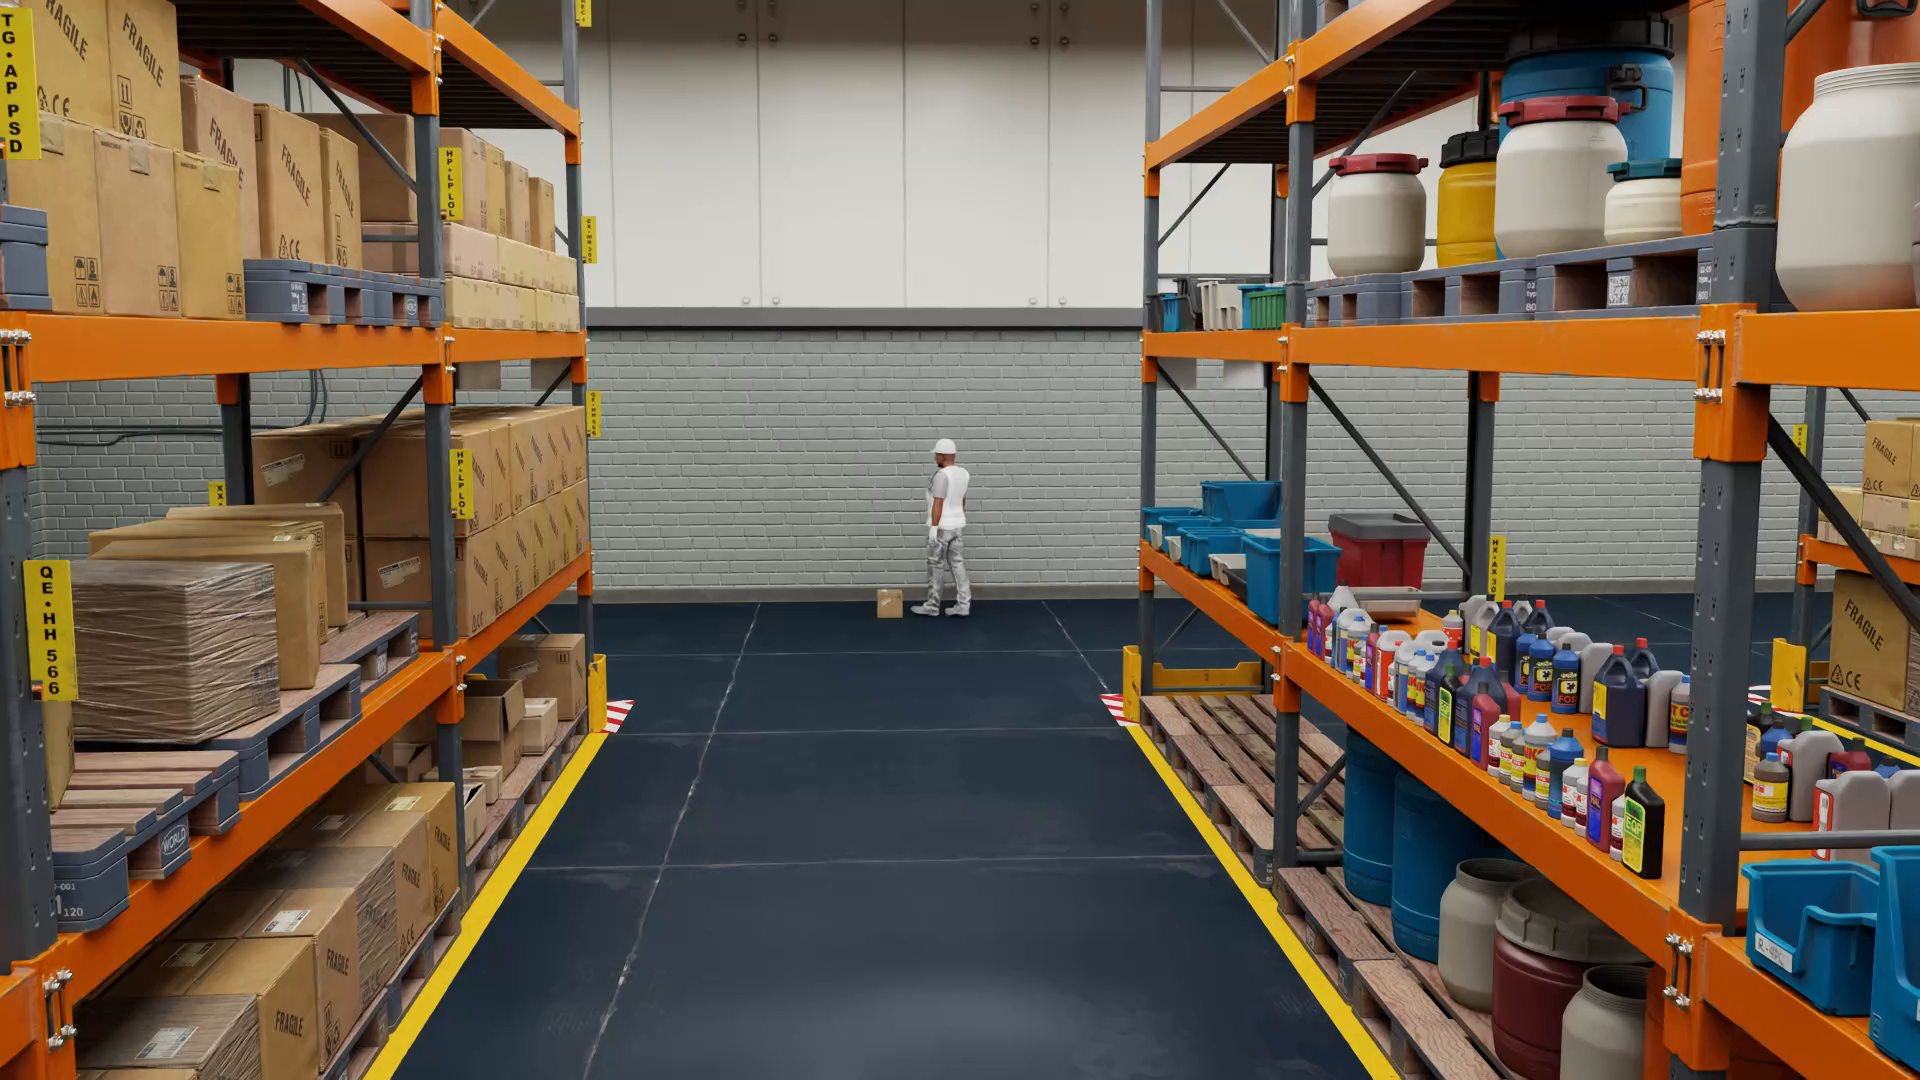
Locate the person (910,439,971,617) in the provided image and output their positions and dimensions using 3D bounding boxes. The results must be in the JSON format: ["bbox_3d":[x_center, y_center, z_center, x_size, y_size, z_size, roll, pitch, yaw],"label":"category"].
[{"bbox_3d":[-0.202,-0.122,16.631,0.612,1.787,0.574,4,8,33],"label":"person"}]
